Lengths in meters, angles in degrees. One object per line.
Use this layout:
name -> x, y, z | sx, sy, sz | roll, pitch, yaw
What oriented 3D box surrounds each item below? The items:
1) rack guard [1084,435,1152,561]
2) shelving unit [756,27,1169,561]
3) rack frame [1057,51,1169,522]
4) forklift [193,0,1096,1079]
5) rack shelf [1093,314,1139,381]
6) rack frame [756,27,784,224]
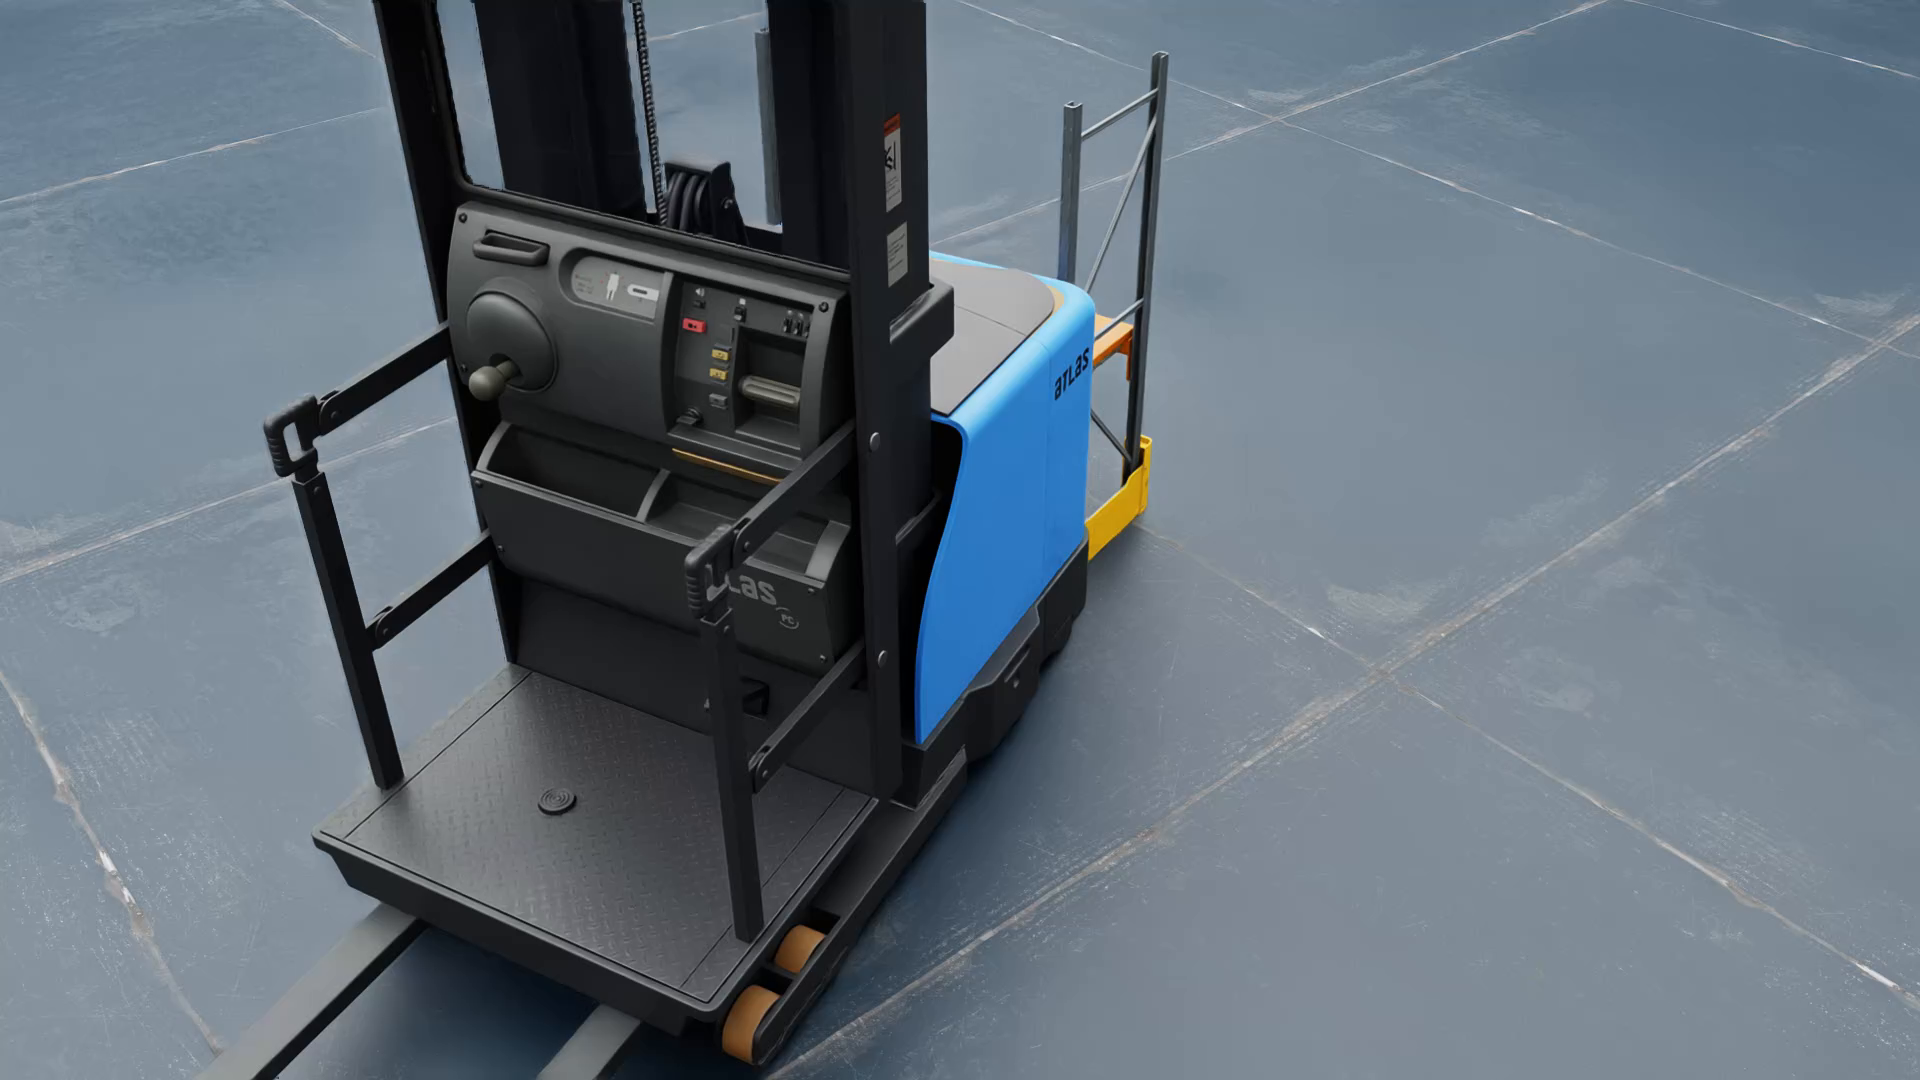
rack guard -> 0.415, -0.091, 5.162 | 0.087, 0.250, 0.587 | 22, 41, 28
shelving unit -> 0.005, -0.764, 5.031 | 1.083, 1.500, 0.587 | 22, 41, 28
rack frame -> 0.416, -0.600, 4.800 | 0.032, 1.500, 0.500 | 22, 41, 28
forklift -> -0.756, -0.350, 3.209 | 1.130, 2.935, 3.031 | 17, 39, 22
rack shelf -> -0.003, -0.620, 5.139 | 1.000, 0.185, 0.538 | 22, 41, 28
rack frame -> -0.421, -0.933, 5.270 | 0.032, 1.500, 0.500 | 22, 41, 28
